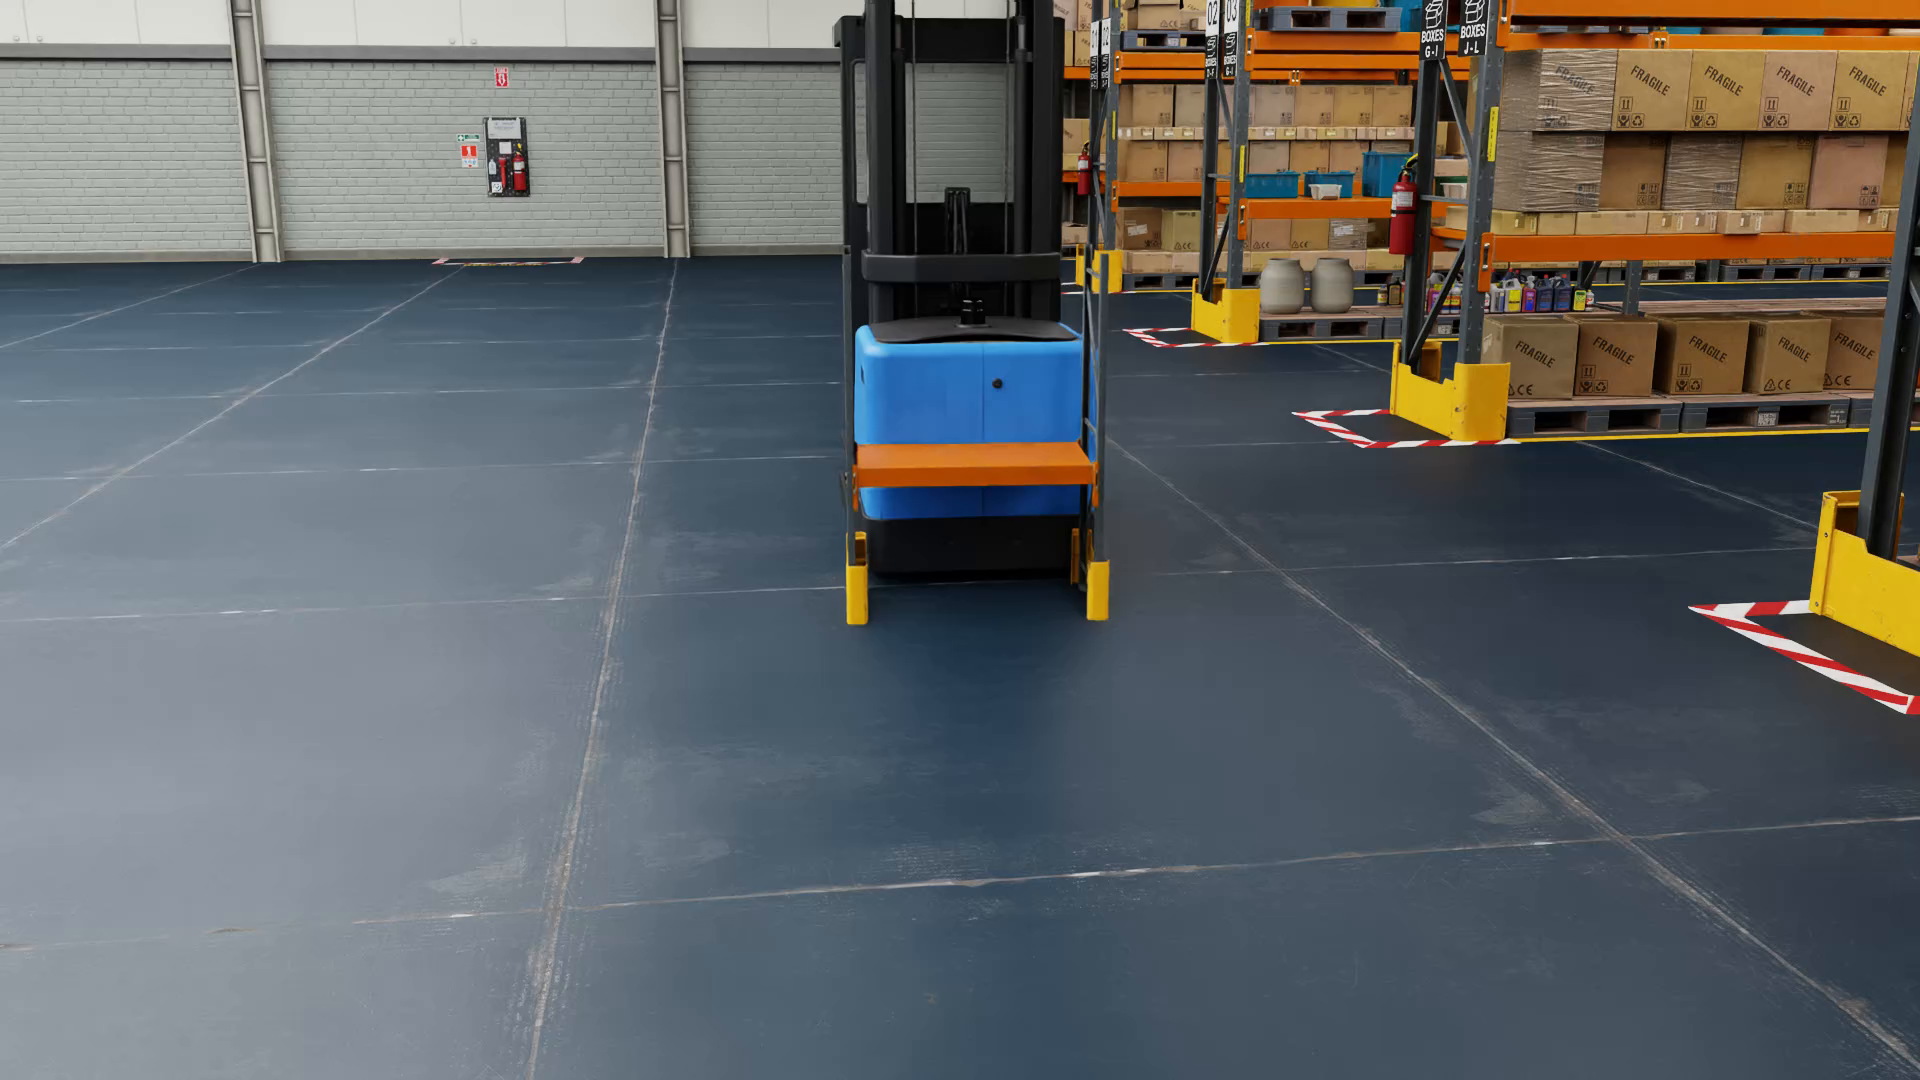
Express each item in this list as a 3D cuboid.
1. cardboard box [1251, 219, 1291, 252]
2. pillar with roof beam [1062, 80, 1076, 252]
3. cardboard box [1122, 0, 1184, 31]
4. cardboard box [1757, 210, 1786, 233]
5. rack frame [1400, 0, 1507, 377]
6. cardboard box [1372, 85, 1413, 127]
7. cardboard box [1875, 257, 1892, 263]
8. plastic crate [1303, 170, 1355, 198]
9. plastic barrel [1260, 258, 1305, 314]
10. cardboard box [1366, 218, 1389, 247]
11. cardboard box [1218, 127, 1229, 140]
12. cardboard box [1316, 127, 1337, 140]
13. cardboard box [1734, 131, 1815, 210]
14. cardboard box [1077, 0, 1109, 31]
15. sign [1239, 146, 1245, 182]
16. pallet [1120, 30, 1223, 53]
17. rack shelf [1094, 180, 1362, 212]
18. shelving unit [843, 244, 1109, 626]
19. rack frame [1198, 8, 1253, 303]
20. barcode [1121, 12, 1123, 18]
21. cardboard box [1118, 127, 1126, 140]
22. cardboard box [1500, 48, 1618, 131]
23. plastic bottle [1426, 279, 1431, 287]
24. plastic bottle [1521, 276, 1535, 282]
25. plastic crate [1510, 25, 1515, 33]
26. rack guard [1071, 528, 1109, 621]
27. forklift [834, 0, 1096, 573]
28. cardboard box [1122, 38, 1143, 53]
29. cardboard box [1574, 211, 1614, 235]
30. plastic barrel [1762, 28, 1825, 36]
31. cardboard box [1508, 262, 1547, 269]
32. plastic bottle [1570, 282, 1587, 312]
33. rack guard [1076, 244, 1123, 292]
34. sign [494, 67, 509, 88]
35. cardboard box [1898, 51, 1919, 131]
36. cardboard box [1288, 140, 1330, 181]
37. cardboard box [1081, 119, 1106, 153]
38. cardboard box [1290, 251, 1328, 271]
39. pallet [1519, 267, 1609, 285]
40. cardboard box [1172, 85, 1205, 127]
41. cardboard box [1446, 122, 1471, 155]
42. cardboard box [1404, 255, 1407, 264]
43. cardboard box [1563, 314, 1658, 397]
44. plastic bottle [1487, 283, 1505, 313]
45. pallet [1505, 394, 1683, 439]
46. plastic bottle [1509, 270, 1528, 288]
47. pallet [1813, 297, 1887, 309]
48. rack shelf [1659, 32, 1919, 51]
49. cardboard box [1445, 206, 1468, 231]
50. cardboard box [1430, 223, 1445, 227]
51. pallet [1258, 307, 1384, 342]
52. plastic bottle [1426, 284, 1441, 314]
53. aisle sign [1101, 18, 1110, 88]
[{"bbox_3d":[3.803,-3.869,20.732,0.500,0.500,0.500,-2,14,-8],"label":"cardboard box"},{"bbox_3d":[2.219,-7.915,21.284,0.400,9.000,9.100,-2,14,-8],"label":"pillar with roof beam"},{"bbox_3d":[2.324,-6.412,20.095,0.637,0.503,0.797,-1,14,-4],"label":"cardboard box"},{"bbox_3d":[5.270,-2.136,11.090,0.250,0.149,0.380,-2,14,-8],"label":"cardboard box"},{"bbox_3d":[3.228,-2.233,10.959,0.127,3.000,1.000,-2,14,-8],"label":"rack frame"},{"bbox_3d":[5.273,-5.421,20.799,0.500,0.500,0.700,-2,14,-8],"label":"cardboard box"},{"bbox_3d":[12.190,-3.931,21.964,0.500,0.500,0.500,-2,14,-8],"label":"cardboard box"},{"bbox_3d":[3.583,-3.465,16.176,0.408,0.251,0.499,-2,14,-8],"label":"plastic crate"},{"bbox_3d":[3.129,-2.464,16.130,0.421,0.512,0.421,0,14,0],"label":"plastic barrel"},{"bbox_3d":[5.206,-4.053,21.465,0.500,0.500,0.500,-2,14,-8],"label":"cardboard box"},{"bbox_3d":[3.196,-4.979,20.371,0.250,0.149,0.380,-3,14,-10],"label":"cardboard box"},{"bbox_3d":[4.468,-5.026,20.558,0.250,0.149,0.380,-2,14,-9],"label":"cardboard box"},{"bbox_3d":[5.249,-2.509,11.243,0.500,0.500,0.875,-2,14,-8],"label":"cardboard box"},{"bbox_3d":[1.935,-7.767,24.558,0.500,0.500,0.500,-2,14,-9],"label":"cardboard box"},{"bbox_3d":[2.567,-3.426,15.148,0.005,0.325,0.100,-2,14,-8],"label":"sign"},{"bbox_3d":[2.459,-6.047,20.185,1.213,0.211,1.003,-2,14,-8],"label":"pallet"},{"bbox_3d":[3.733,-4.340,20.838,4.000,0.370,1.077,-2,14,-8],"label":"rack shelf"},{"bbox_3d":[0.059,-0.455,6.950,1.083,1.500,0.587,-1,14,-4],"label":"shelving unit"},{"bbox_3d":[2.490,-3.424,15.710,0.127,3.000,1.000,-2,14,-8],"label":"rack frame"},{"bbox_3d":[1.982,-6.479,20.532,0.075,0.075,0.001,-2,14,-8],"label":"barcode"},{"bbox_3d":[2.105,-5.039,20.608,0.250,0.149,0.380,-2,14,-9],"label":"cardboard box"},{"bbox_3d":[3.812,-2.865,10.607,0.500,0.500,0.500,-2,14,-8],"label":"cardboard box"},{"bbox_3d":[4.631,-2.496,16.704,0.135,0.276,0.152,-2,14,-10],"label":"plastic bottle"},{"bbox_3d":[5.749,-2.537,16.867,0.135,0.276,0.152,-2,14,-6],"label":"plastic bottle"},{"bbox_3d":[4.918,-4.741,15.335,0.396,0.136,0.243,-2,14,-8],"label":"plastic crate"},{"bbox_3d":[0.555,0.142,7.136,0.087,0.250,0.587,-1,14,-4],"label":"rack guard"},{"bbox_3d":[-0.065,-1.585,8.515,1.130,2.935,3.031,-2,14,-6],"label":"forklift"},{"bbox_3d":[2.431,-7.303,24.763,0.500,0.500,0.500,-1,14,-6],"label":"cardboard box"},{"bbox_3d":[4.045,-2.074,10.842,0.250,0.149,0.380,-2,14,-8],"label":"cardboard box"},{"bbox_3d":[8.209,-5.385,16.333,0.708,0.901,0.600,-2,14,-8],"label":"plastic barrel"},{"bbox_3d":[7.164,-3.624,21.294,0.500,0.250,0.500,-3,14,-10],"label":"cardboard box"},{"bbox_3d":[6.019,-2.368,16.179,0.133,0.283,0.061,-1,14,-5],"label":"plastic bottle"},{"bbox_3d":[1.732,-3.403,20.762,0.348,0.500,1.175,-2,14,-8],"label":"rack guard"},{"bbox_3d":[-6.828,-6.891,24.768,0.199,0.298,0.001,-2,14,-8],"label":"sign"},{"bbox_3d":[6.285,-2.955,10.965,0.500,0.500,0.500,-2,14,-8],"label":"cardboard box"},{"bbox_3d":[4.256,-4.754,20.806,0.500,0.500,0.700,-2,14,-7],"label":"cardboard box"},{"bbox_3d":[2.021,-6.069,24.979,0.500,0.500,0.500,-2,14,-8],"label":"cardboard box"},{"bbox_3d":[4.297,-3.524,20.897,0.500,0.250,0.500,-2,14,-8],"label":"cardboard box"},{"bbox_3d":[7.643,-3.490,21.702,1.213,0.211,1.003,-2,14,-8],"label":"pallet"},{"bbox_3d":[2.791,-5.330,20.435,0.500,0.500,0.700,-2,14,-10],"label":"cardboard box"},{"bbox_3d":[7.913,-6.313,26.118,0.500,0.500,0.700,-3,14,-14],"label":"cardboard box"},{"bbox_3d":[6.078,-3.716,21.661,0.500,0.250,0.500,-2,14,-9],"label":"cardboard box"},{"bbox_3d":[4.434,-1.273,11.406,0.500,0.500,0.500,2,14,6],"label":"cardboard box"},{"bbox_3d":[5.181,-2.345,16.102,0.135,0.276,0.152,-2,14,-7],"label":"plastic bottle"},{"bbox_3d":[4.111,-0.904,11.393,1.213,0.211,1.003,-2,14,-8],"label":"pallet"},{"bbox_3d":[5.607,-2.534,16.700,0.185,0.351,0.144,-2,14,-8],"label":"plastic bottle"},{"bbox_3d":[9.629,-2.343,17.130,1.213,0.211,1.003,-2,14,-8],"label":"pallet"},{"bbox_3d":[8.423,-4.748,16.300,4.000,0.370,1.077,-2,14,-8],"label":"rack shelf"},{"bbox_3d":[3.479,-2.171,11.229,0.250,0.149,0.380,-2,14,-8],"label":"cardboard box"},{"bbox_3d":[6.157,-3.858,21.075,0.500,0.311,0.500,-2,14,-8],"label":"cardboard box"},{"bbox_3d":[3.362,-2.114,16.217,1.213,0.211,1.003,-2,14,-8],"label":"pallet"},{"bbox_3d":[4.556,-2.315,15.965,0.133,0.283,0.061,-2,14,-7],"label":"plastic bottle"},{"bbox_3d":[1.736,-5.801,19.842,0.004,0.787,0.394,-2,14,-8],"label":"aisle sign"}]
